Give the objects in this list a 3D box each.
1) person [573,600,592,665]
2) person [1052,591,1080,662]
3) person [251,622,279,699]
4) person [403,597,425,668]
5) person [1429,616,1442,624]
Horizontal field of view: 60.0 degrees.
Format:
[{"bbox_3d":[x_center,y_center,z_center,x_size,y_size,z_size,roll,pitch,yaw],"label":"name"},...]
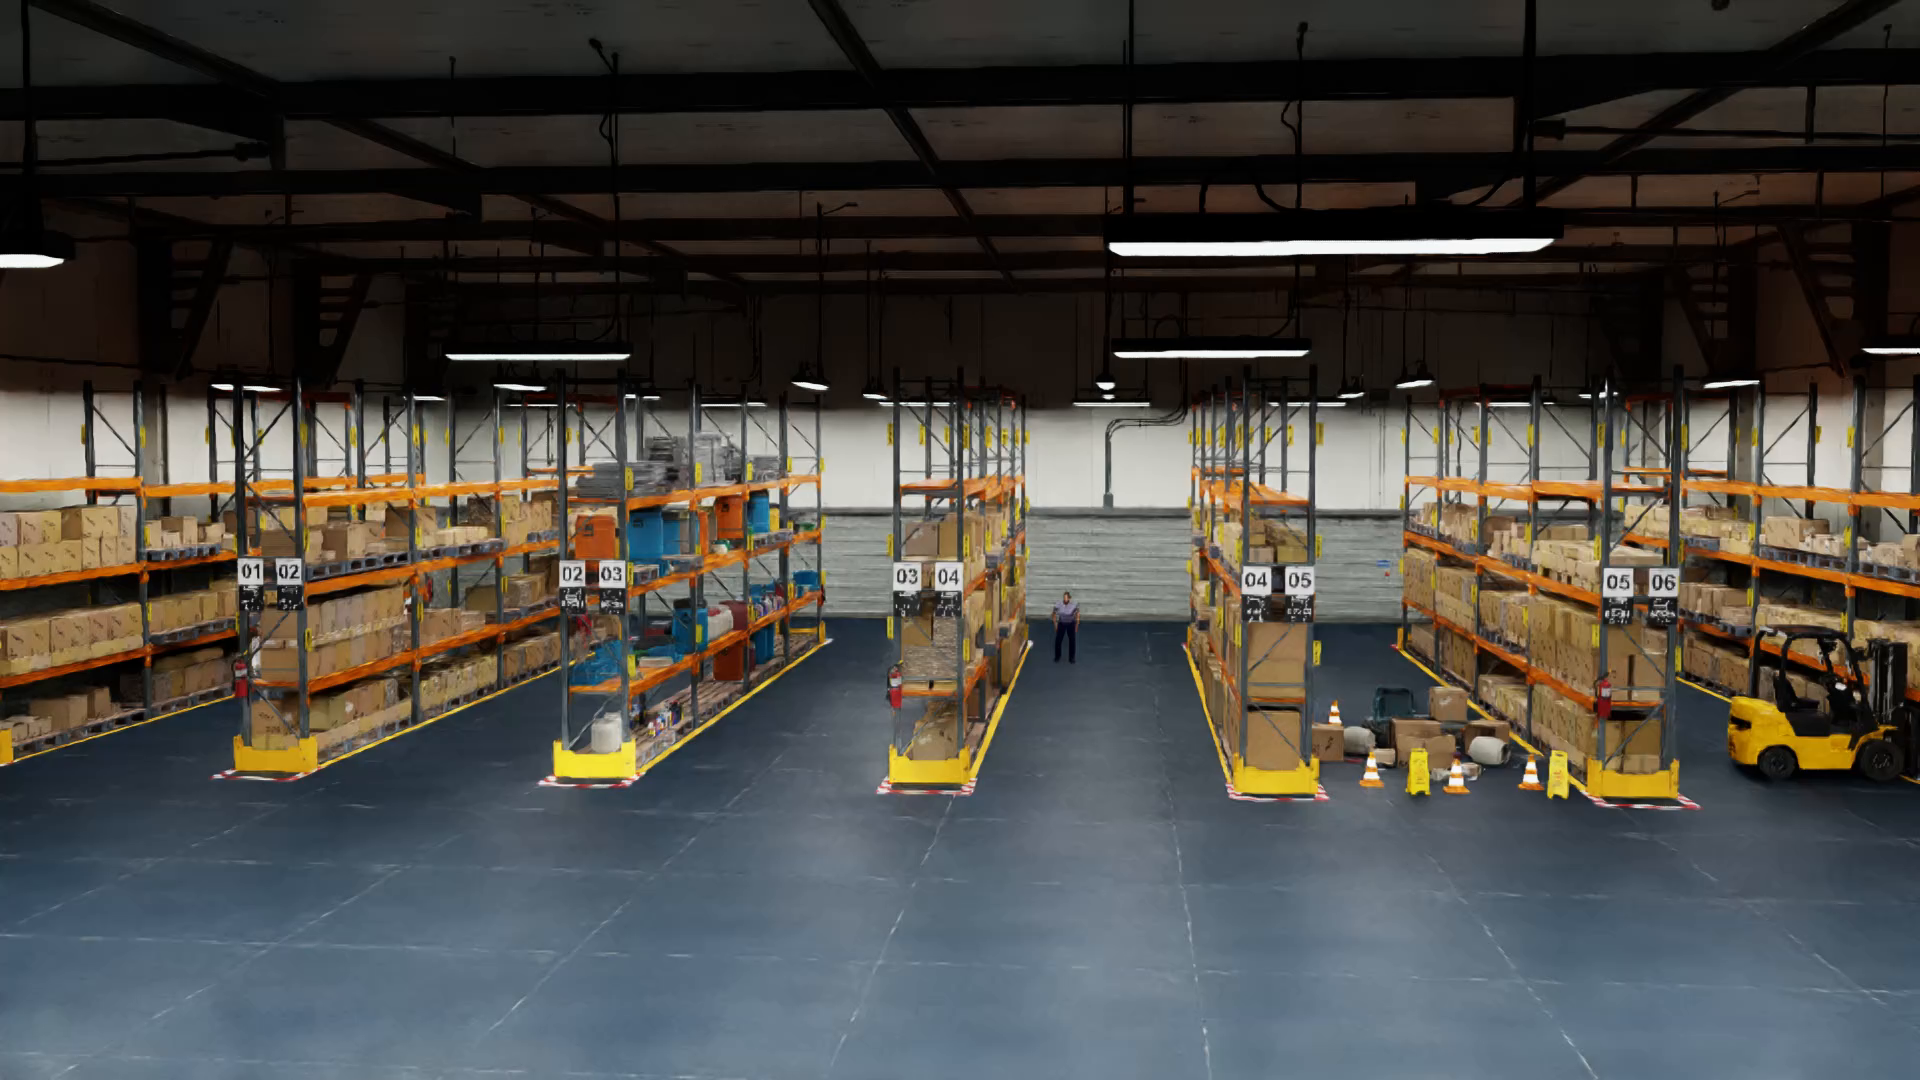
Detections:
[{"bbox_3d":[-7.619,2.027,33.692,0.409,1.733,0.635,-1,4,-17],"label":"person"},{"bbox_3d":[2.356,1.920,36.915,0.625,1.596,0.503,0,4,3],"label":"person"},{"bbox_3d":[-12.841,2.282,30.677,0.495,1.589,1.086,1,4,8],"label":"person"},{"bbox_3d":[-11.289,2.022,34.319,0.719,1.714,0.578,0,4,4],"label":"person"},{"bbox_3d":[11.773,1.562,41.040,0.471,1.652,0.690,-2,4,-26],"label":"person"}]
